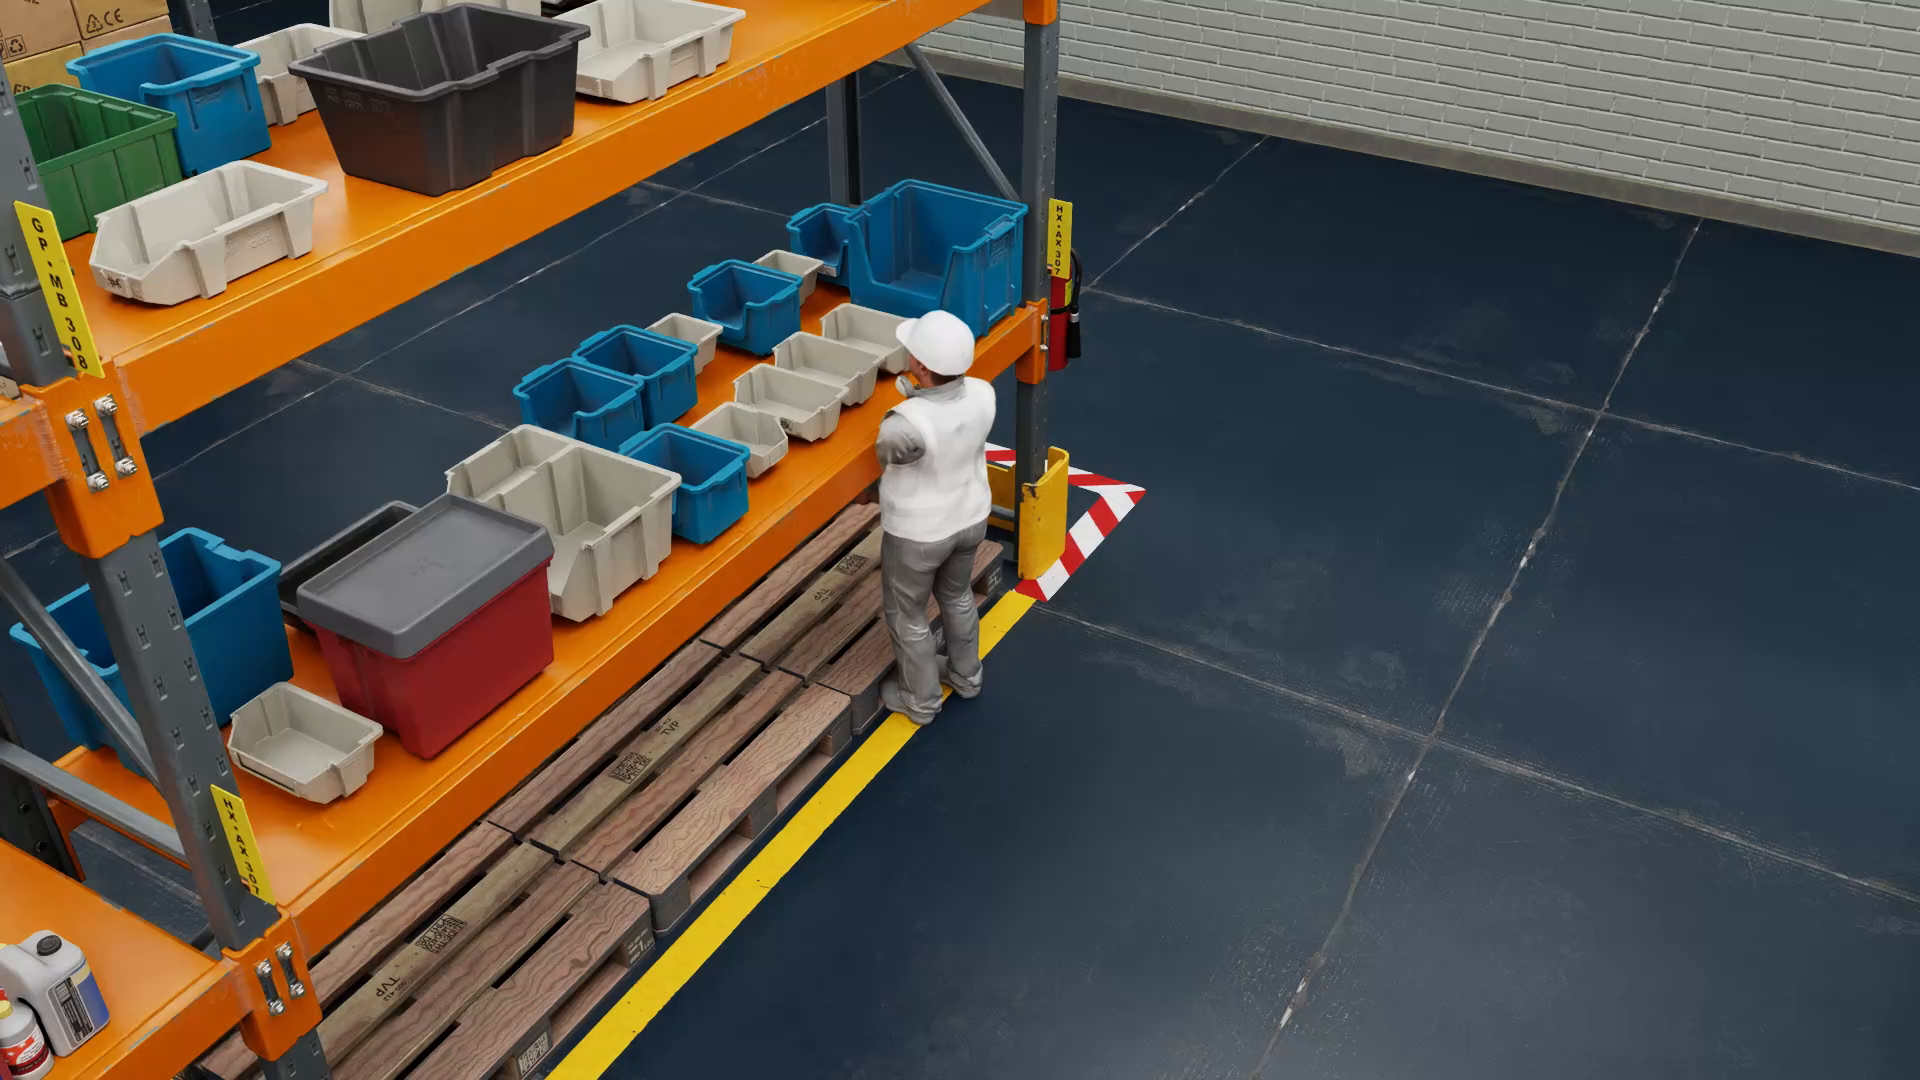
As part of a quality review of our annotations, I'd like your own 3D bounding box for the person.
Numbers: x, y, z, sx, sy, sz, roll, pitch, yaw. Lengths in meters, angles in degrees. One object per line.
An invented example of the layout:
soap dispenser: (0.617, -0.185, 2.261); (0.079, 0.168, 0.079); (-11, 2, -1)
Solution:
person: (-0.172, -0.115, 6.298); (0.494, 1.762, 0.563); (-27, 42, -34)
